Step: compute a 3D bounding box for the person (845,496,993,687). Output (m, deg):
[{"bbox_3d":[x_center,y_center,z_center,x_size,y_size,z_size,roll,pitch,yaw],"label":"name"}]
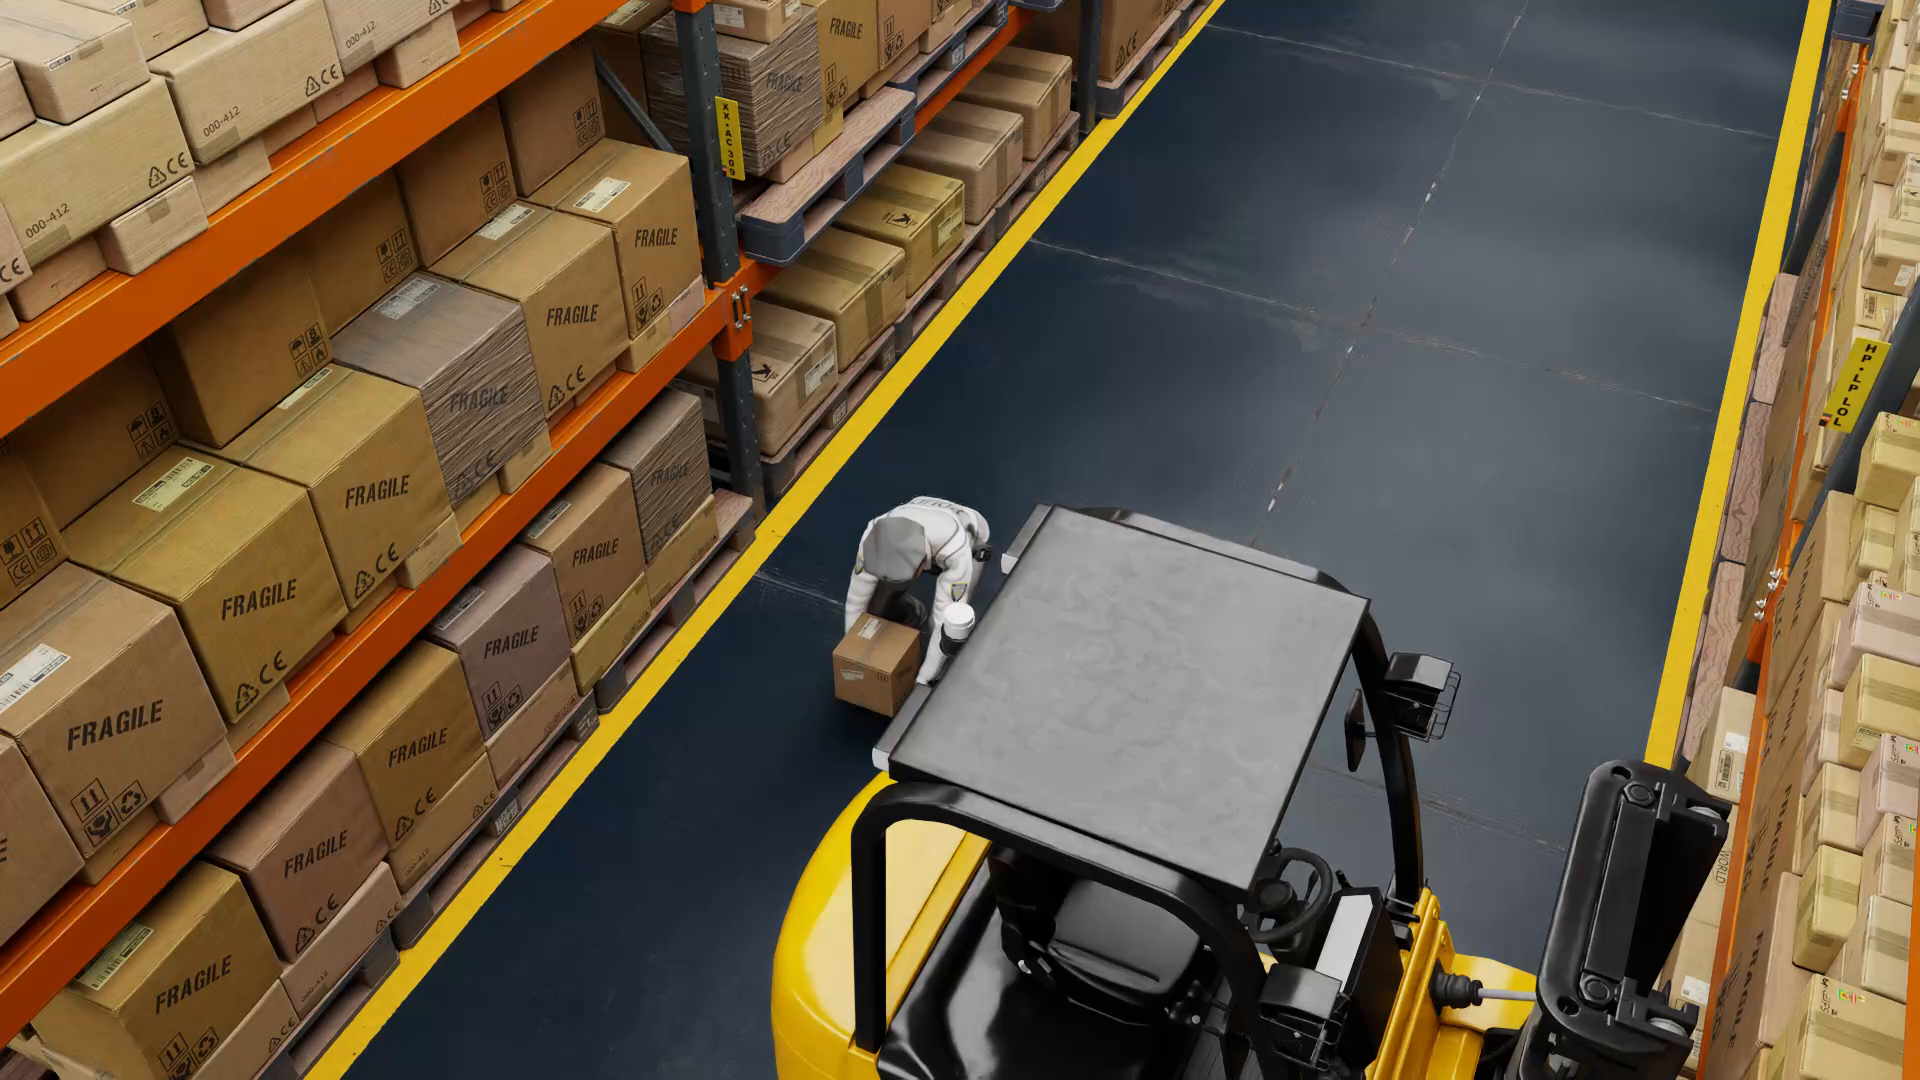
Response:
[{"bbox_3d":[-0.150,0.153,6.555,0.493,0.974,0.825,17,45,18],"label":"person"}]
